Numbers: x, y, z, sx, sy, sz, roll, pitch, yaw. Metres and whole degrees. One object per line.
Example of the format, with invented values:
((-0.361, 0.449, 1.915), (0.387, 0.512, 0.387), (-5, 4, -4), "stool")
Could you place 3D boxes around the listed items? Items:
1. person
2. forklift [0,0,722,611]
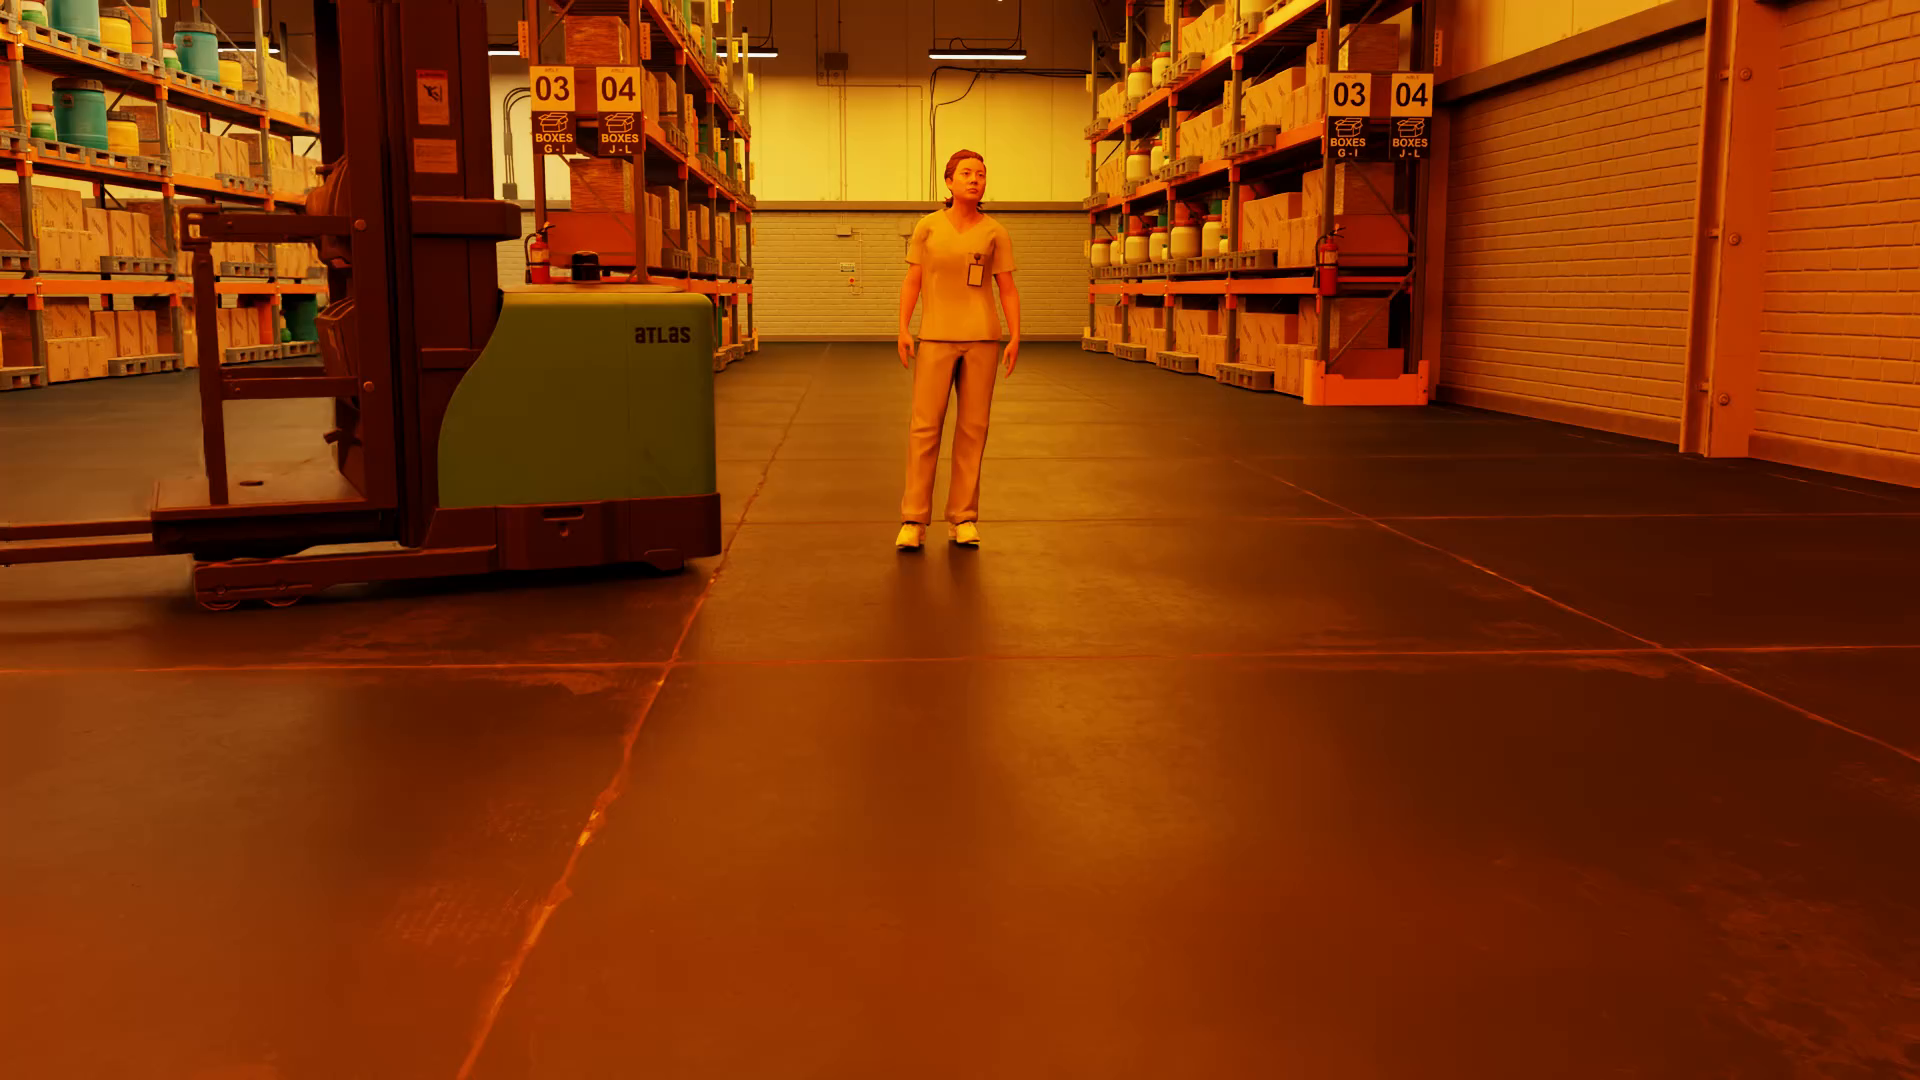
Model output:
((-0.009, -0.825, 7.112), (0.549, 1.673, 0.548), (-1, 8, -4), "person")
((-2.488, -1.295, 6.049), (3.031, 2.935, 1.130), (-4, 9, -25), "forklift")
